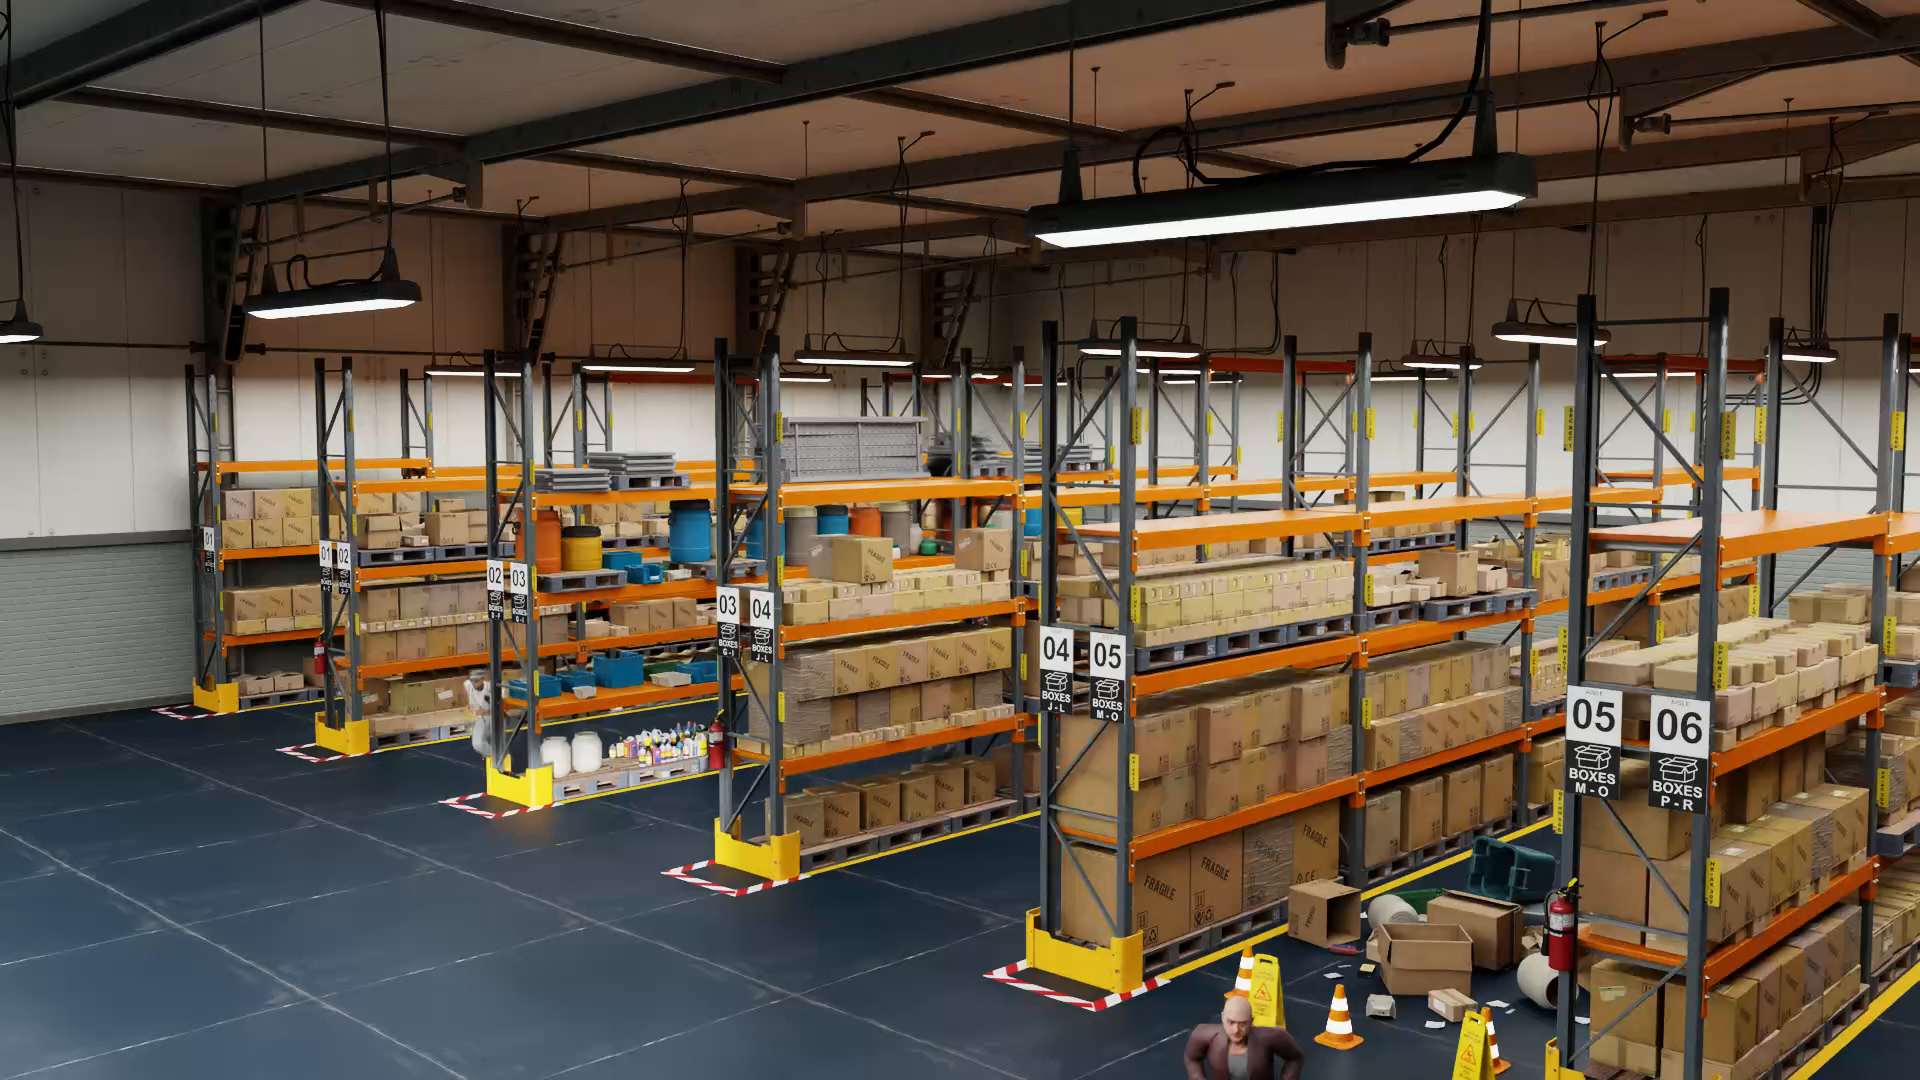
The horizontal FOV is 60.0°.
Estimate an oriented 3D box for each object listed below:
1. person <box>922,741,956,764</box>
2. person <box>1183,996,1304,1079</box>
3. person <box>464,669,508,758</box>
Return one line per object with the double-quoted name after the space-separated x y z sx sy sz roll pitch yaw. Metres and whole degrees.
-0.334 2.409 24.580 0.646 1.764 0.953 2 5 28 "person"
1.745 3.635 10.267 0.730 1.562 1.029 1 4 11 "person"
-6.715 2.570 23.511 0.698 1.572 0.941 1 4 11 "person"
